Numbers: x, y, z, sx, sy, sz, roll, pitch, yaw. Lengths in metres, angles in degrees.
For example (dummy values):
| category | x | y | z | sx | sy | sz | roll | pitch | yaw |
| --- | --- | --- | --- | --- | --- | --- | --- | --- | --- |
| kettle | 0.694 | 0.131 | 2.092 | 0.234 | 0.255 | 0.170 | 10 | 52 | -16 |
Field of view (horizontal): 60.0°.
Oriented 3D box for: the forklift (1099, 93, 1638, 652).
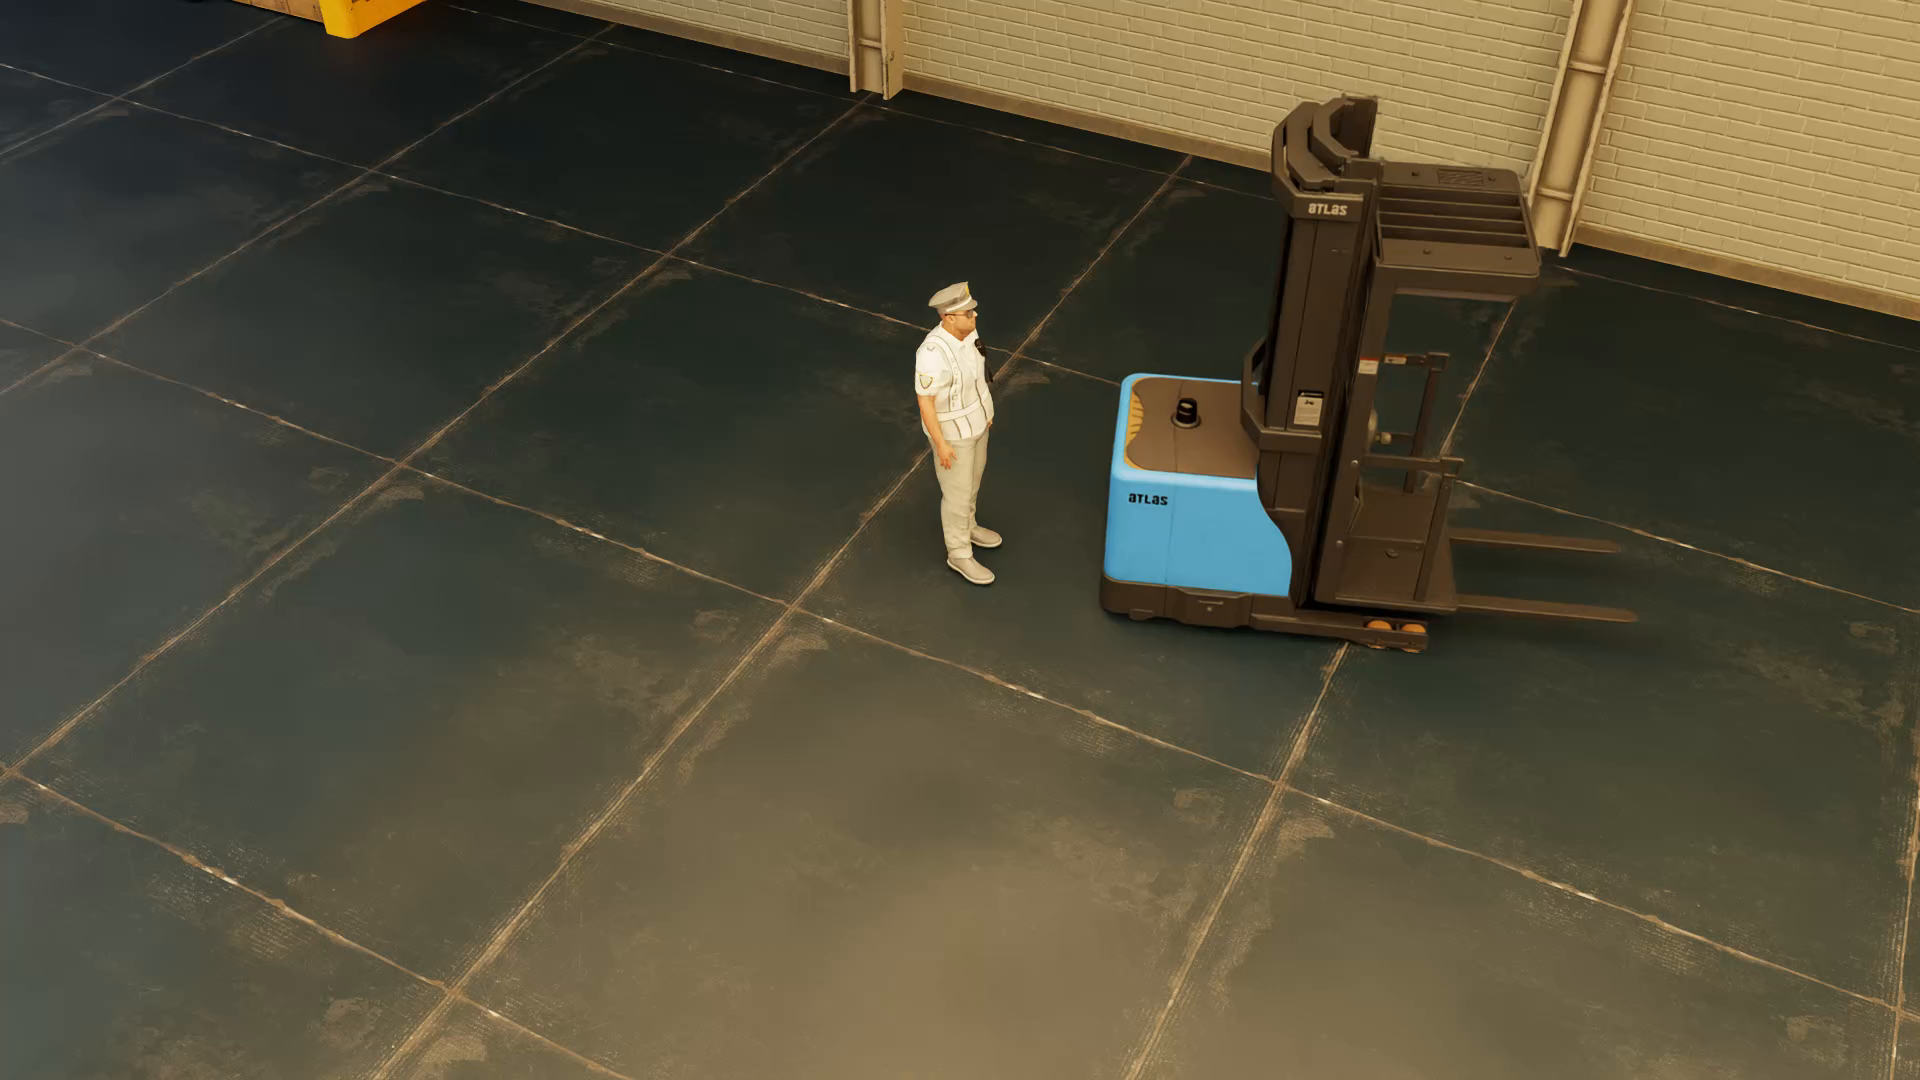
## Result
| category | x | y | z | sx | sy | sz | roll | pitch | yaw |
| --- | --- | --- | --- | --- | --- | --- | --- | --- | --- |
| forklift | 2.375 | -0.848 | 8.993 | 3.031 | 2.935 | 1.130 | 5 | 40 | 6 |

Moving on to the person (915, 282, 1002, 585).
| category | x | y | z | sx | sy | sz | roll | pitch | yaw |
| --- | --- | --- | --- | --- | --- | --- | --- | --- | --- |
| person | 0.063 | -0.657 | 9.648 | 0.575 | 1.781 | 0.640 | 18 | 43 | 21 |
